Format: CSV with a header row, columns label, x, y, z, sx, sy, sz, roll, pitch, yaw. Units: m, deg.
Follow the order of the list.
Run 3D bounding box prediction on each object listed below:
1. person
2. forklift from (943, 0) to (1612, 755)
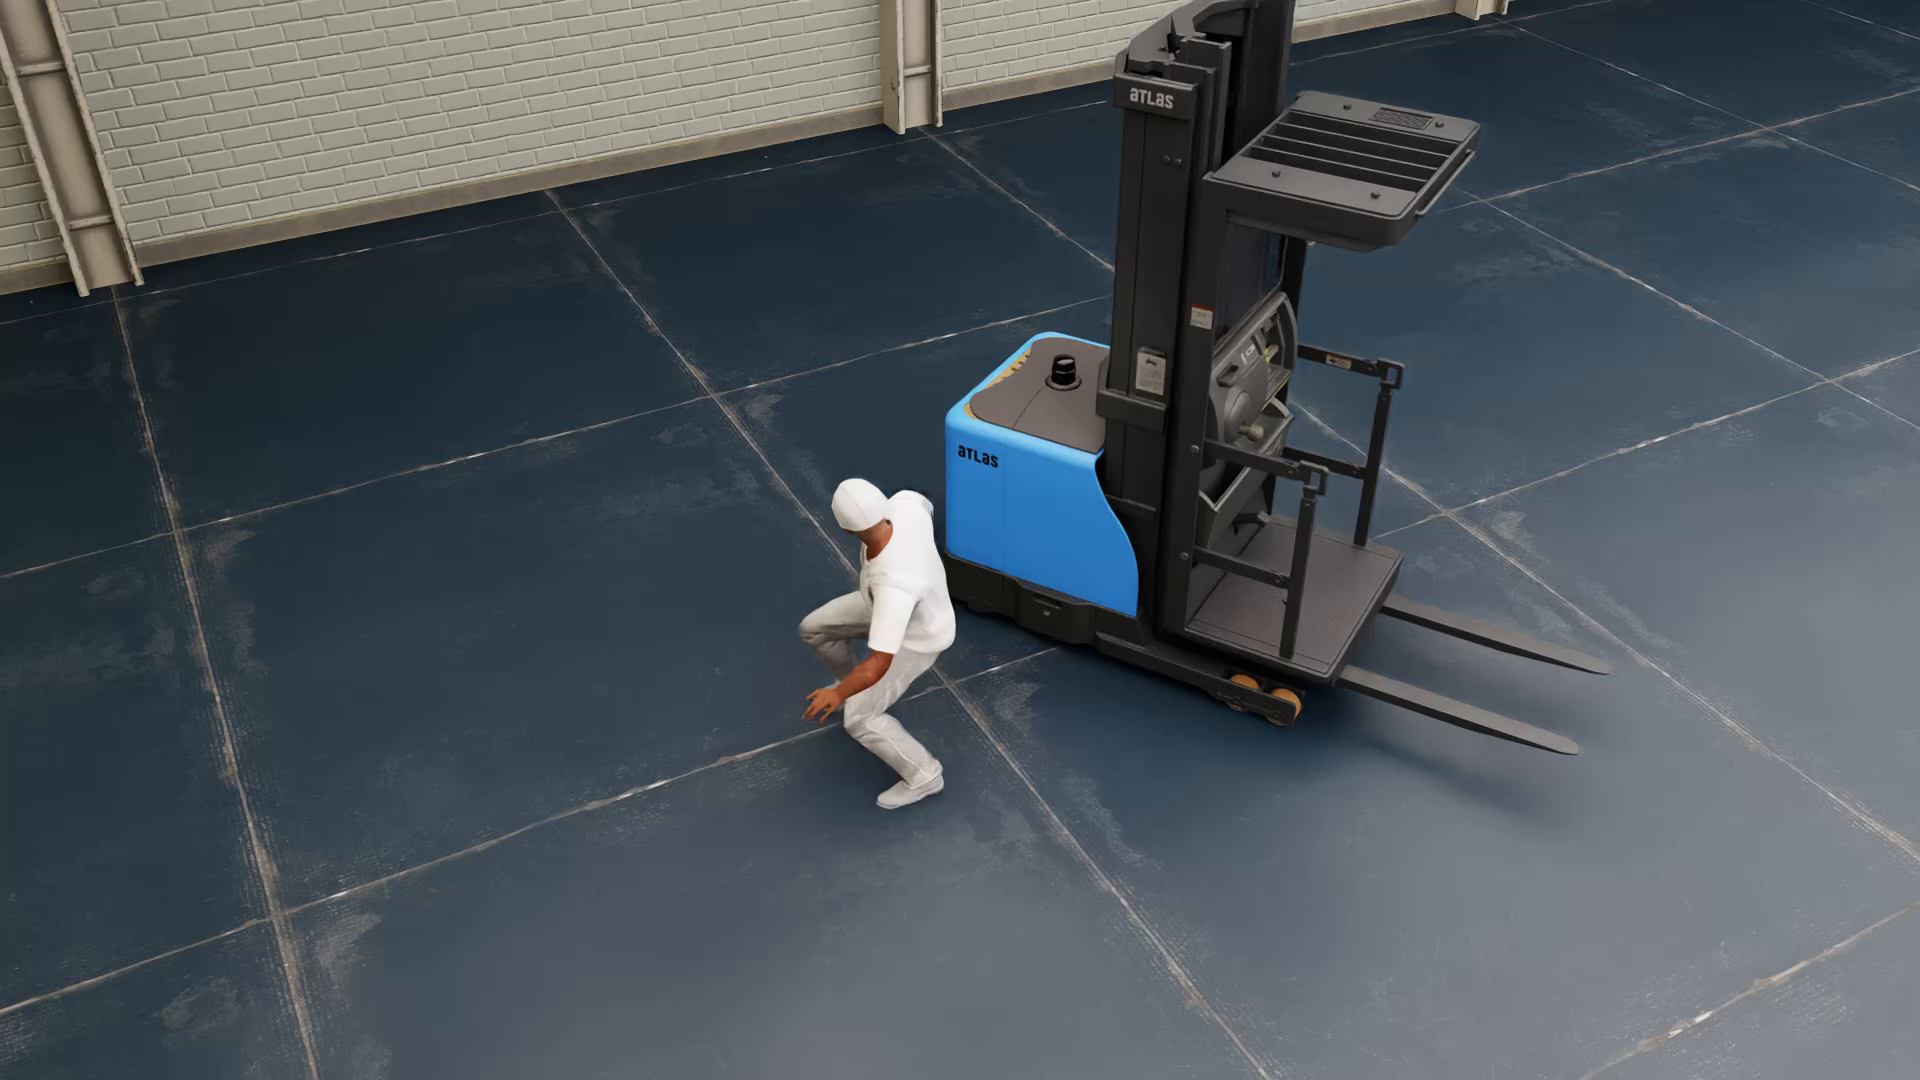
label,x,y,z,sx,sy,sz,roll,pitch,yaw
person,-0.370,0.332,6.924,0.693,1.521,0.841,-7,36,-10
forklift,1.451,-0.714,7.133,3.031,2.935,1.130,18,39,24
